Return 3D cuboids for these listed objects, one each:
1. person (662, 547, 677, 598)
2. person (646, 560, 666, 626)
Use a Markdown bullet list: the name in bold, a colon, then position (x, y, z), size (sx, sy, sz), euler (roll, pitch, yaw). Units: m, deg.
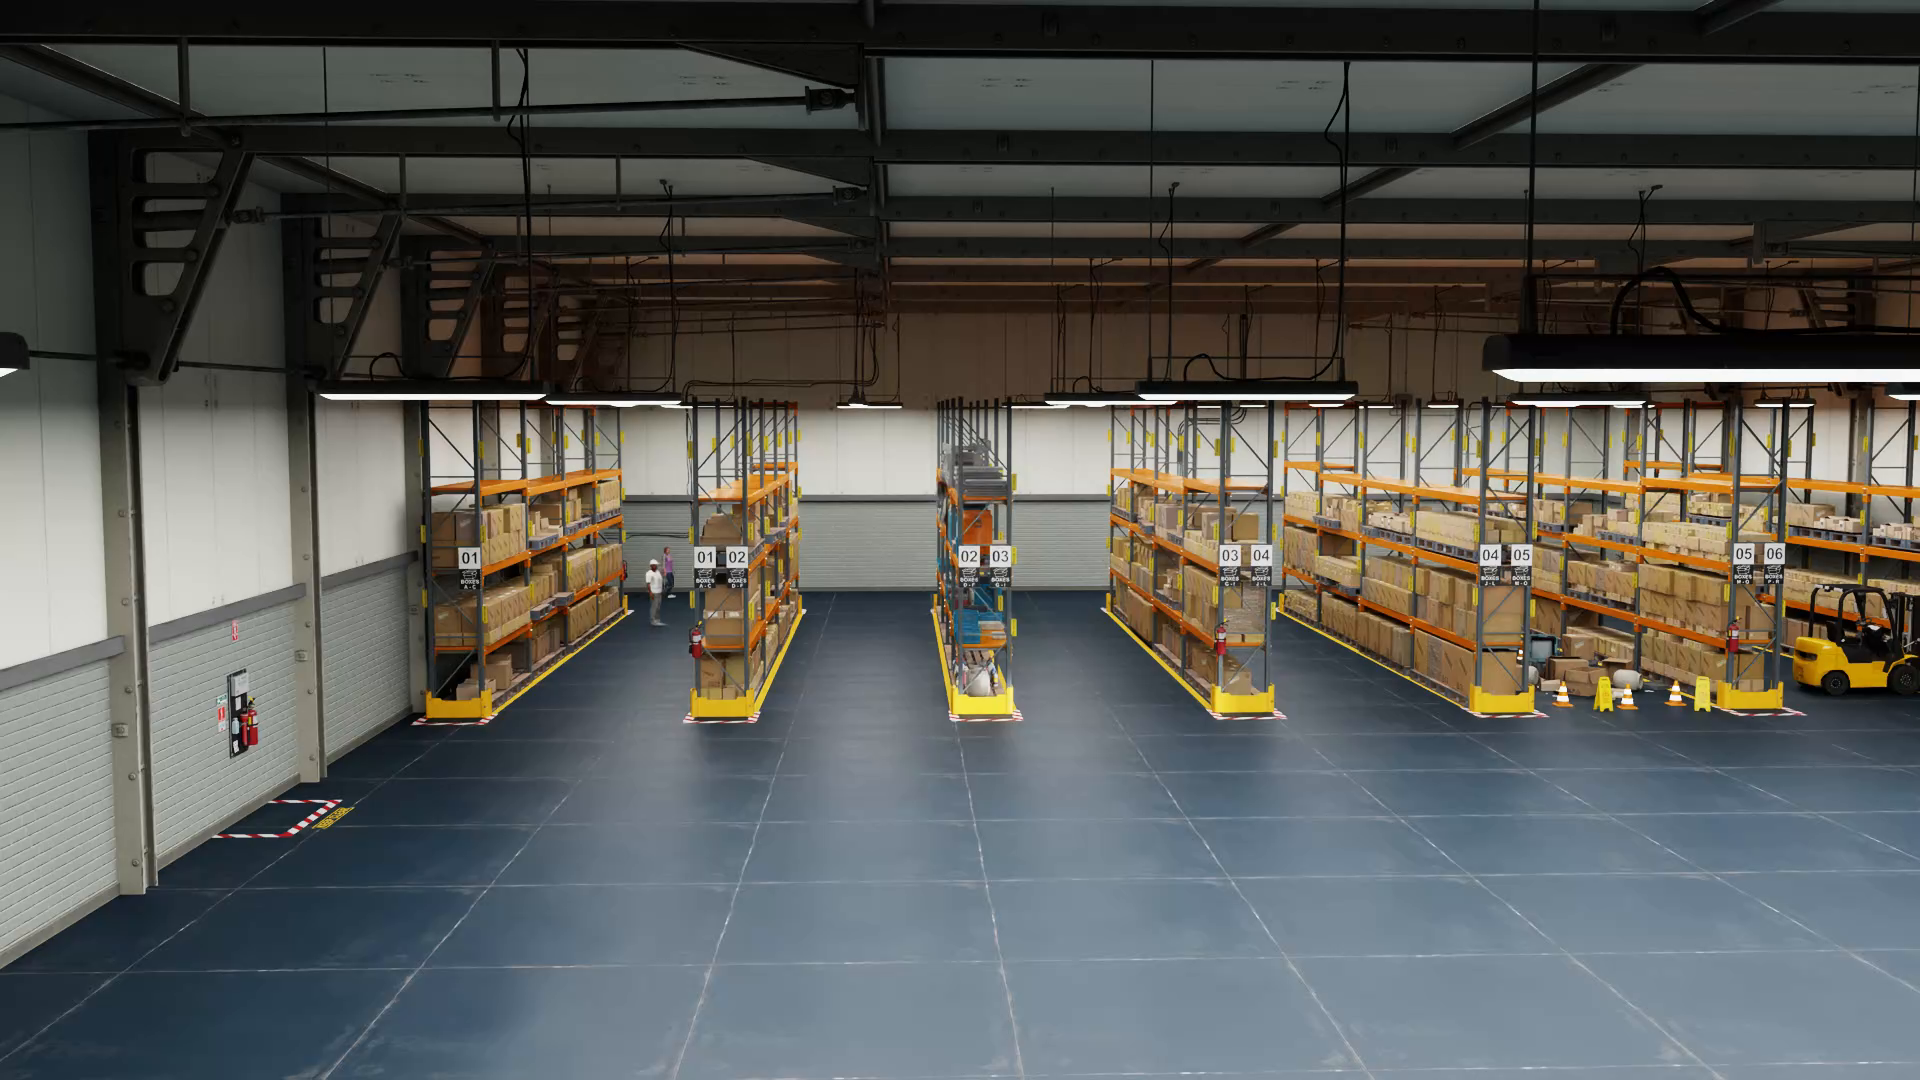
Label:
- **person**: position (-8.933, 0.989, 50.924), size (0.507, 1.580, 0.399), euler (0, 4, 5)
- **person**: position (-8.129, 1.413, 44.466), size (0.413, 1.780, 0.610), euler (1, 5, 15)
